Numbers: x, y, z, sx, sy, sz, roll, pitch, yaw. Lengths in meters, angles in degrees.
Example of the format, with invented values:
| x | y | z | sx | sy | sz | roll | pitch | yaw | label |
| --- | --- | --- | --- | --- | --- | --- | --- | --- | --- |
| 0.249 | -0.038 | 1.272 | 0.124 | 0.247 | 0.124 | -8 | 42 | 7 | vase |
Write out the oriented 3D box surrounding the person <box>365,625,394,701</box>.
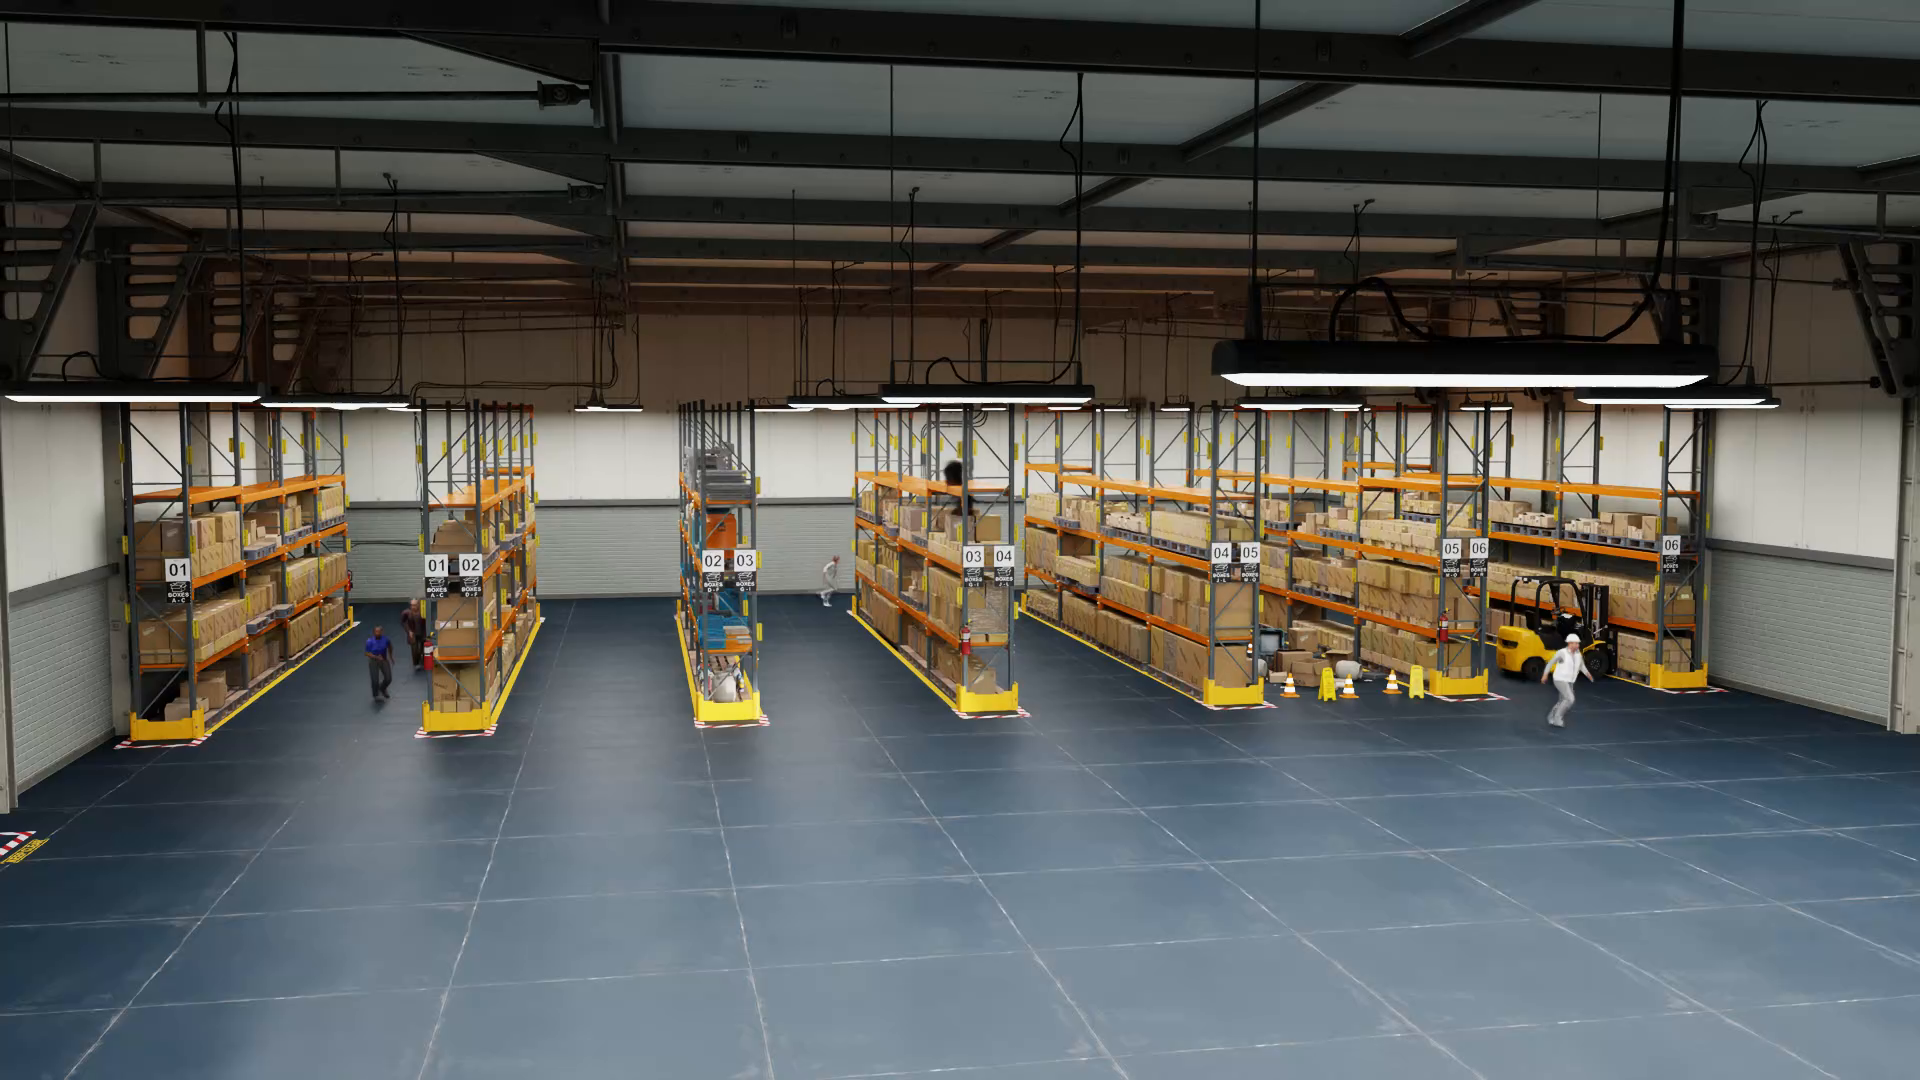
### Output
| x | y | z | sx | sy | sz | roll | pitch | yaw | label |
| --- | --- | --- | --- | --- | --- | --- | --- | --- | --- |
| -11.532 | 2.452 | 33.062 | 0.586 | 1.547 | 0.825 | -2 | 5 | -30 | person |

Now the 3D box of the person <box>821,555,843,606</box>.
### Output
| x | y | z | sx | sy | sz | roll | pitch | yaw | label |
| --- | --- | --- | --- | --- | --- | --- | --- | --- | --- |
| -3.838 | 1.237 | 49.765 | 0.659 | 1.499 | 0.516 | 0 | 4 | 2 | person |

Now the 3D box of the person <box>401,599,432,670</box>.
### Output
| x | y | z | sx | sy | sz | roll | pitch | yaw | label |
| --- | --- | --- | --- | --- | --- | --- | --- | --- | --- |
| -12.189 | 2.094 | 37.306 | 0.718 | 1.624 | 0.907 | -2 | 5 | -30 | person |

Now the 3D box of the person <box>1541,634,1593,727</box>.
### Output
| x | y | z | sx | sy | sz | roll | pitch | yaw | label |
| --- | --- | --- | --- | --- | --- | --- | --- | --- | --- |
| 11.108 | 2.560 | 30.323 | 0.617 | 1.716 | 0.827 | -3 | 5 | -32 | person |
